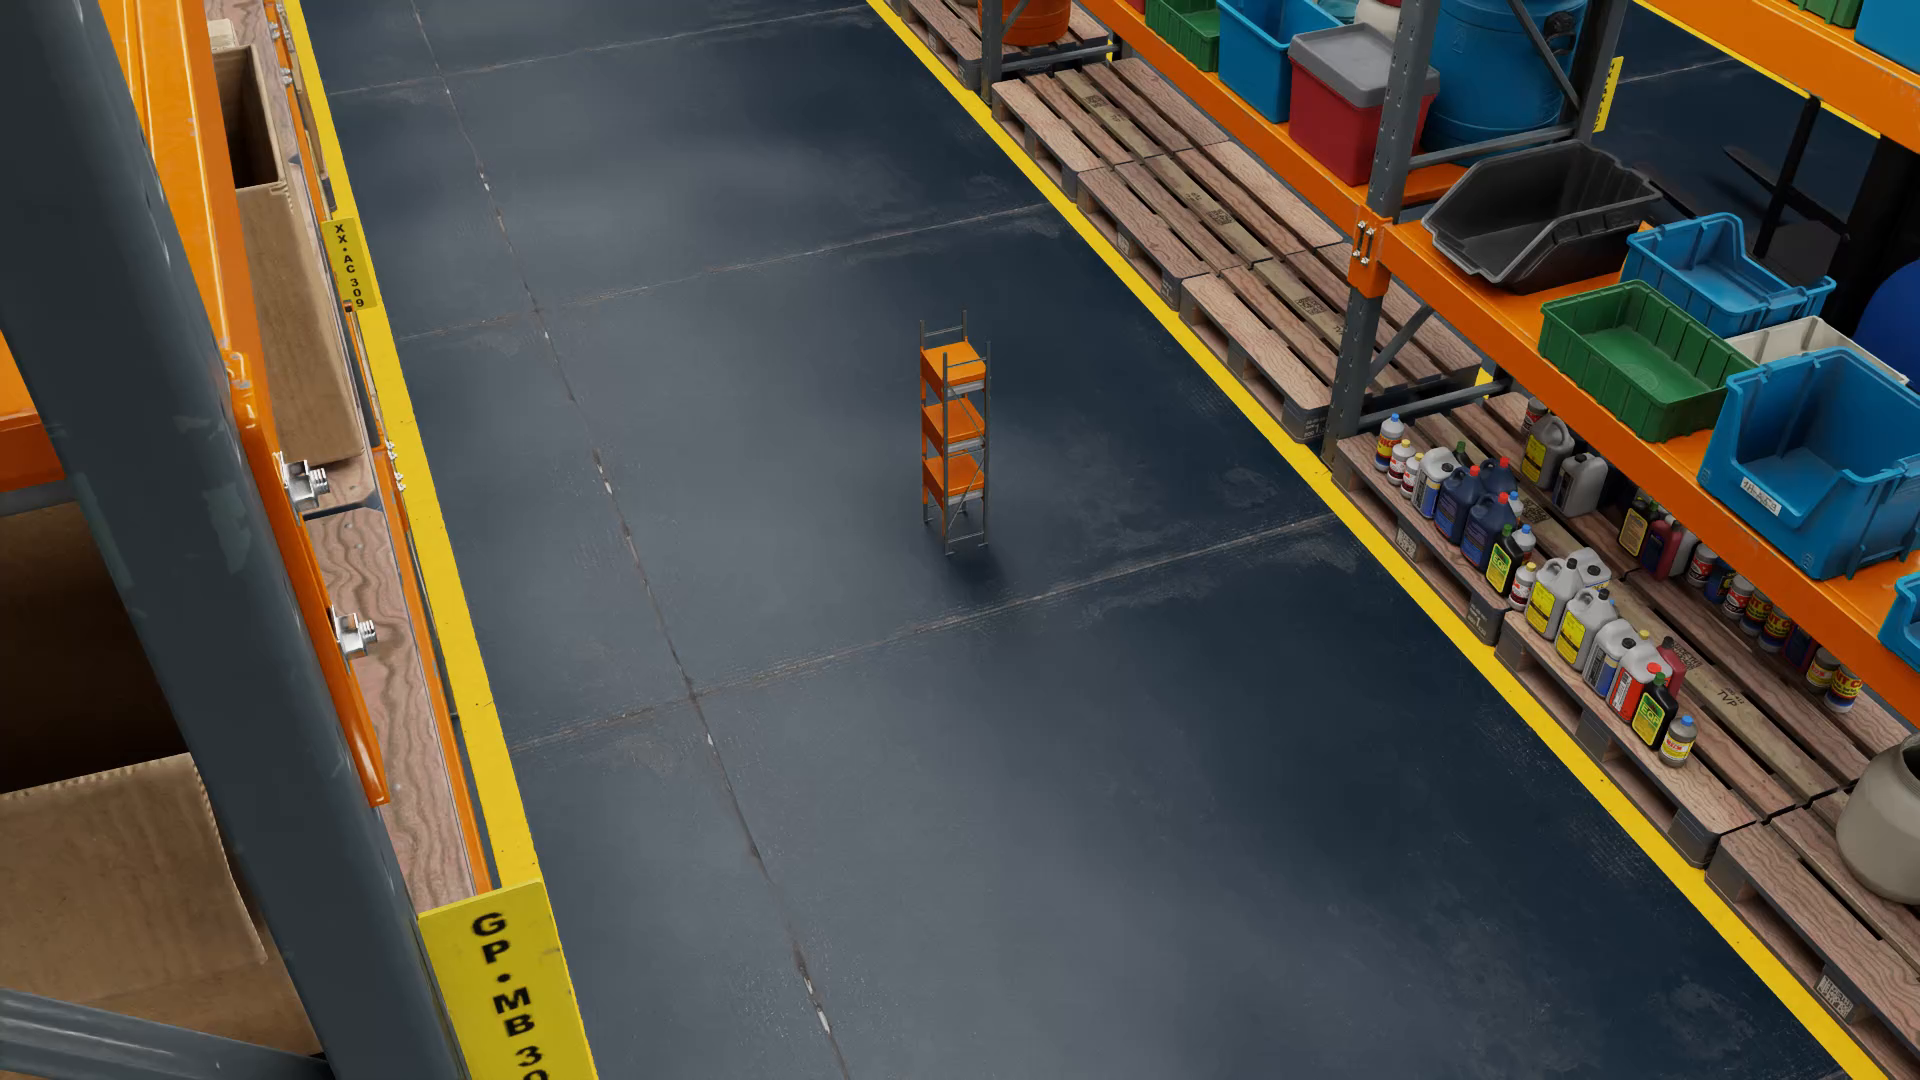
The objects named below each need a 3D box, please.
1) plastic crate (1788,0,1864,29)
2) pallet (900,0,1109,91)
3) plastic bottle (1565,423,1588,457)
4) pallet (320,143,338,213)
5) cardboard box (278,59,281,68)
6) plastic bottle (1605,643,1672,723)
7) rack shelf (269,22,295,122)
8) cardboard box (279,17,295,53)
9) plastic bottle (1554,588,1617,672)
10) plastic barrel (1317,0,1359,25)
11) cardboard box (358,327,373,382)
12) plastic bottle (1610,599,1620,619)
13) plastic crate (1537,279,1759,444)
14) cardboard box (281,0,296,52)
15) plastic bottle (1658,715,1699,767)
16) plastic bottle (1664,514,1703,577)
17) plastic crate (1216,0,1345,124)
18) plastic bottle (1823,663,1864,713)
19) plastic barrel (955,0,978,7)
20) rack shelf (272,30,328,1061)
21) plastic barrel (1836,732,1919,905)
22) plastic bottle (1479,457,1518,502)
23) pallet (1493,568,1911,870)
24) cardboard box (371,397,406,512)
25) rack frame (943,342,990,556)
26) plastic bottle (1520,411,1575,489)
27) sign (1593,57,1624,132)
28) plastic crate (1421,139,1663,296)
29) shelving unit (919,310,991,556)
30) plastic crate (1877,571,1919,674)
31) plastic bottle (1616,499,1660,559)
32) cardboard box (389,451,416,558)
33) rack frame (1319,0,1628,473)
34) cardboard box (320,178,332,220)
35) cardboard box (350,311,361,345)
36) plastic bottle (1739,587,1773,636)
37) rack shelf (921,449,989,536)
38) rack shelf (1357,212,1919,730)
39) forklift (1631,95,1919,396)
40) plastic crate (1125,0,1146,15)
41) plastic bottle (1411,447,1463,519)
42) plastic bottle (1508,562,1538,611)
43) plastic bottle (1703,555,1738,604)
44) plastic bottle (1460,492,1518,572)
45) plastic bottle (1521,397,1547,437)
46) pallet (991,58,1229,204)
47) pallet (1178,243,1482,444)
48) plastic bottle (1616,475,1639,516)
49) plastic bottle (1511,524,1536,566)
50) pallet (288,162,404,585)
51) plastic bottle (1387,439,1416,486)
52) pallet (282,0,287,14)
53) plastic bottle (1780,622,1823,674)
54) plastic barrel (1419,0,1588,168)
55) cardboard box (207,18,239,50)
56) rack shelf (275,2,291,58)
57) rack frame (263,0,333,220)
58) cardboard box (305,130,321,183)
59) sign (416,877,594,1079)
[{"bbox_3d":[2.499,-1.638,4.716,0.336,0.188,0.450,-15,43,-17],"label":"plastic crate"},{"bbox_3d":[0.276,-3.416,11.061,1.003,0.211,1.213,-15,43,-17],"label":"pallet"},{"bbox_3d":[2.659,-0.446,7.162,0.144,0.351,0.185,-16,43,-18],"label":"plastic bottle"},{"bbox_3d":[-4.213,-2.177,9.620,1.003,0.211,1.213,-15,43,-17],"label":"pallet"},{"bbox_3d":[-3.363,-2.207,7.709,0.380,0.149,0.250,-15,43,-17],"label":"cardboard box"},{"bbox_3d":[2.498,0.521,6.096,0.152,0.276,0.135,-15,43,-17],"label":"plastic bottle"},{"bbox_3d":[-3.197,-2.435,6.032,1.077,0.370,4.000,-15,43,-17],"label":"rack shelf"},{"bbox_3d":[-4.078,-2.654,9.615,0.500,0.500,0.500,-17,43,-18],"label":"cardboard box"},{"bbox_3d":[2.378,0.310,6.283,0.144,0.351,0.185,-13,42,-15],"label":"plastic bottle"},{"bbox_3d":[1.782,-2.382,7.826,0.301,0.262,0.301,0,41,0],"label":"plastic barrel"},{"bbox_3d":[-2.946,-0.714,7.566,0.500,0.250,0.500,-14,43,-16],"label":"cardboard box"},{"bbox_3d":[2.473,0.310,6.398,0.097,0.201,0.097,0,41,0],"label":"plastic bottle"},{"bbox_3d":[2.405,-0.631,5.845,0.450,0.188,0.662,-15,43,-17],"label":"plastic crate"},{"bbox_3d":[-4.469,-3.270,10.332,0.500,0.500,0.500,-17,43,-18],"label":"cardboard box"},{"bbox_3d":[2.569,0.708,5.935,0.097,0.201,0.097,0,41,0],"label":"plastic bottle"},{"bbox_3d":[2.915,-0.008,6.711,0.152,0.276,0.135,-14,43,-16],"label":"plastic bottle"},{"bbox_3d":[1.437,-2.180,7.497,0.392,0.384,0.575,-15,43,-17],"label":"plastic crate"},{"bbox_3d":[3.271,0.508,6.114,0.097,0.271,0.097,0,41,0],"label":"plastic bottle"},{"bbox_3d":[0.114,-3.833,10.993,0.421,0.512,0.421,0,41,0],"label":"plastic barrel"},{"bbox_3d":[-1.666,-0.026,3.230,1.077,0.370,4.000,-15,43,-17],"label":"rack shelf"},{"bbox_3d":[3.163,0.915,5.471,0.421,0.512,0.421,0,41,0],"label":"plastic barrel"},{"bbox_3d":[2.205,-0.208,6.885,0.144,0.351,0.185,-15,43,-17],"label":"plastic bottle"},{"bbox_3d":[2.835,0.609,6.380,1.003,0.211,1.213,-15,43,-17],"label":"pallet"},{"bbox_3d":[-2.546,-0.309,6.666,0.500,0.311,0.500,-16,43,-17],"label":"cardboard box"},{"bbox_3d":[0.026,-0.357,6.860,0.200,1.050,0.008,-15,43,-17],"label":"rack frame"},{"bbox_3d":[2.526,-0.410,7.120,0.144,0.351,0.185,-15,43,-17],"label":"plastic bottle"},{"bbox_3d":[2.659,-1.835,6.871,0.100,0.325,0.005,-15,43,-17],"label":"sign"},{"bbox_3d":[2.229,-1.229,6.426,0.767,0.338,0.504,-15,43,-17],"label":"plastic crate"},{"bbox_3d":[-0.020,-0.430,6.945,0.215,1.050,0.252,-15,43,-17],"label":"shelving unit"},{"bbox_3d":[2.966,0.247,4.776,0.499,0.251,0.408,-15,43,-17],"label":"plastic crate"},{"bbox_3d":[2.771,-0.069,6.775,0.061,0.283,0.133,-15,43,-17],"label":"plastic bottle"},{"bbox_3d":[-2.551,-0.096,6.847,0.500,0.250,0.500,-14,43,-16],"label":"cardboard box"},{"bbox_3d":[2.146,-1.599,6.809,1.000,3.000,0.127,-15,43,-17],"label":"rack frame"},{"bbox_3d":[-3.535,-1.636,8.639,0.500,0.250,0.500,-14,43,-16],"label":"cardboard box"},{"bbox_3d":[-2.949,-0.932,7.390,0.500,0.311,0.500,-14,43,-16],"label":"cardboard box"},{"bbox_3d":[3.102,0.241,6.424,0.097,0.271,0.097,0,41,0],"label":"plastic bottle"},{"bbox_3d":[-0.020,-0.212,7.133,0.215,0.259,0.240,-15,43,-17],"label":"rack shelf"},{"bbox_3d":[2.912,-0.122,5.643,1.077,0.370,4.000,-15,43,-17],"label":"rack shelf"},{"bbox_3d":[4.566,-2.200,7.561,1.130,2.935,3.031,-12,42,-13],"label":"forklift"},{"bbox_3d":[0.951,-2.983,8.370,0.402,0.464,0.583,-15,43,-17],"label":"plastic crate"},{"bbox_3d":[2.012,-0.244,6.985,0.152,0.276,0.135,-14,43,-15],"label":"plastic bottle"},{"bbox_3d":[2.231,0.175,6.555,0.097,0.201,0.097,0,41,0],"label":"plastic bottle"},{"bbox_3d":[3.024,0.119,6.566,0.097,0.271,0.097,0,41,0],"label":"plastic bottle"},{"bbox_3d":[2.144,-0.058,6.711,0.144,0.351,0.185,-17,43,-19],"label":"plastic bottle"},{"bbox_3d":[2.573,-0.564,7.414,0.097,0.201,0.097,0,41,0],"label":"plastic bottle"},{"bbox_3d":[0.876,-2.475,9.967,1.003,0.211,1.213,-15,43,-17],"label":"pallet"},{"bbox_3d":[1.810,-1.005,8.257,1.003,0.211,1.213,-15,43,-17],"label":"pallet"},{"bbox_3d":[2.833,-0.217,6.947,0.061,0.283,0.133,-12,42,-14],"label":"plastic bottle"},{"bbox_3d":[2.235,0.051,6.645,0.097,0.271,0.097,0,41,0],"label":"plastic bottle"},{"bbox_3d":[-1.618,-0.228,2.982,1.003,0.211,1.213,-15,43,-17],"label":"pallet"},{"bbox_3d":[1.902,-0.343,7.157,0.097,0.201,0.097,0,41,0],"label":"plastic bottle"},{"bbox_3d":[-5.146,-3.647,11.329,1.003,0.211,1.213,-15,43,-17],"label":"pallet"},{"bbox_3d":[3.201,0.363,6.274,0.061,0.283,0.133,-14,43,-16],"label":"plastic bottle"},{"bbox_3d":[2.278,-2.098,7.004,0.600,0.901,0.708,-15,43,-17],"label":"plastic barrel"},{"bbox_3d":[-1.717,-0.962,3.530,0.380,0.149,0.250,-15,43,-17],"label":"cardboard box"},{"bbox_3d":[-4.727,-3.707,9.812,1.077,0.370,4.000,-15,43,-17],"label":"rack shelf"},{"bbox_3d":[-3.962,-2.775,8.177,1.000,3.000,0.127,-15,43,-17],"label":"rack frame"},{"bbox_3d":[-3.534,-1.851,8.458,0.500,0.311,0.500,-14,43,-16],"label":"cardboard box"},{"bbox_3d":[-0.386,0.410,1.441,0.100,0.325,0.005,-15,43,-17],"label":"sign"}]
